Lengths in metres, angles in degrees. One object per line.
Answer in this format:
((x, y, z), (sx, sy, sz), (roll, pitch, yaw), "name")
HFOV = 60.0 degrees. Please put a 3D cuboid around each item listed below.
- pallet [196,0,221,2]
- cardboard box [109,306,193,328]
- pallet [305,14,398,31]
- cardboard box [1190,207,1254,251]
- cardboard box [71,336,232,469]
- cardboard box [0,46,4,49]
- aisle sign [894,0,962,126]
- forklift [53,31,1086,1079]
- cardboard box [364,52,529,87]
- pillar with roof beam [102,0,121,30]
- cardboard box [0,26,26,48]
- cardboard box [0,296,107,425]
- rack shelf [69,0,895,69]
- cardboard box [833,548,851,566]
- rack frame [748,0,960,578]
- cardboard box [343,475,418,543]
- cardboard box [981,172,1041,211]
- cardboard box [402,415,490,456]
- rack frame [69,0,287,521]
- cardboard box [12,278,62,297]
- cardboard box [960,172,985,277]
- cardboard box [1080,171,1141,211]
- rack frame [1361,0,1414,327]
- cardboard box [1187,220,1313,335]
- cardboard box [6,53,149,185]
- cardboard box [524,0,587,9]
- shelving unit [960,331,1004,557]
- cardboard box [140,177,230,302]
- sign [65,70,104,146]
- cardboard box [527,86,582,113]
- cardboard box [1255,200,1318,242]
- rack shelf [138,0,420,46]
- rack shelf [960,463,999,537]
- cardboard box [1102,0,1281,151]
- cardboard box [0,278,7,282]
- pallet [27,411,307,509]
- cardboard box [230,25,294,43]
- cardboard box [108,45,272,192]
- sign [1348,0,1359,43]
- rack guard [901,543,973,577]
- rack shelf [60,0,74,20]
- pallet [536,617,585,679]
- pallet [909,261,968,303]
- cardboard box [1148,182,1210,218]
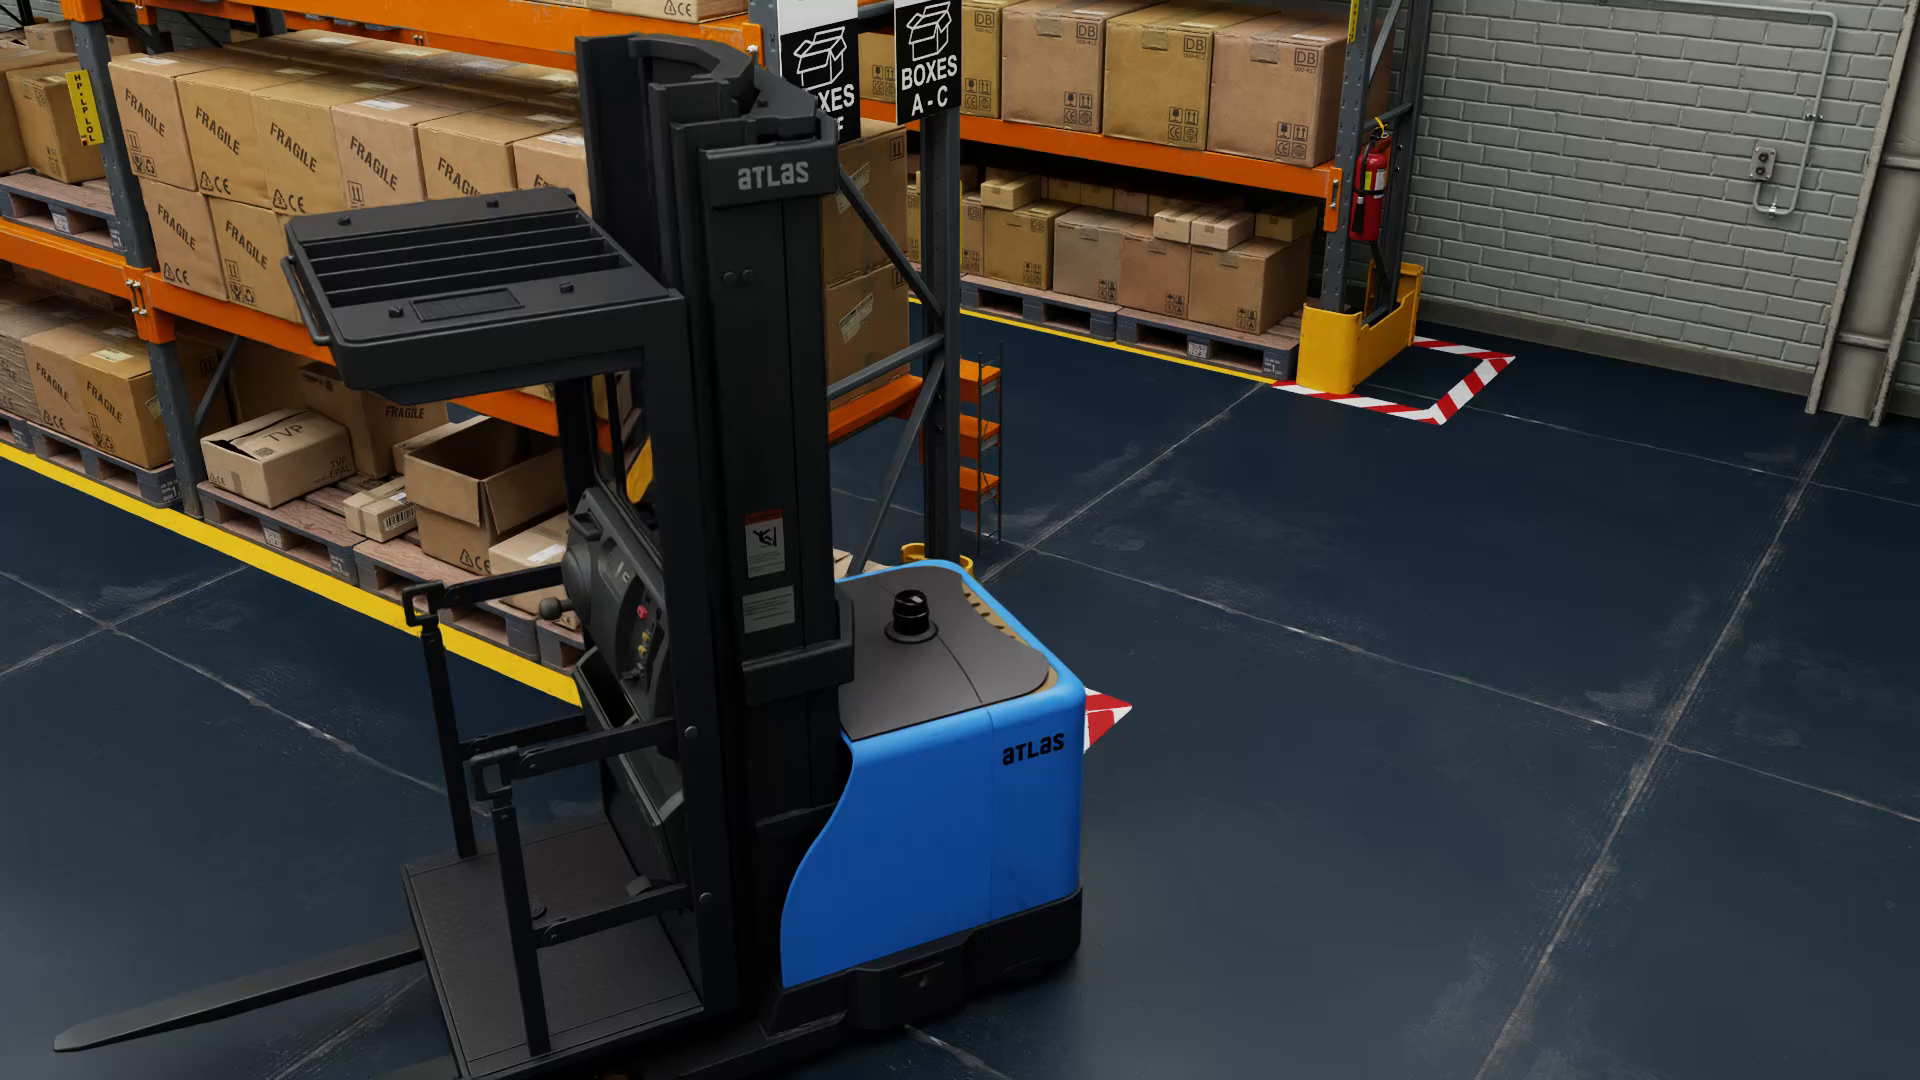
((-6.872, -5.207, 15.385), (1.213, 0.211, 1.003), (17, 32, 30), "pallet")
((-4.334, -1.066, 9.308), (0.500, 0.500, 0.500), (18, 32, 31), "cardboard box")
((-4.771, -4.573, 14.141), (1.003, 0.211, 1.213), (17, 32, 30), "pallet")
((1.629, -1.931, 10.314), (0.250, 0.149, 0.380), (17, 31, 30), "cardboard box")
((-4.196, -0.737, 8.662), (0.500, 0.500, 0.500), (17, 32, 30), "cardboard box")
((-5.696, -2.468, 9.220), (0.700, 0.500, 0.500), (-24, 36, -39), "cardboard box")
((-0.108, -1.859, 5.730), (0.004, 0.787, 0.394), (17, 32, 30), "aisle sign")
((-1.156, 0.189, 4.648), (3.031, 2.935, 1.130), (-13, 30, -23), "forklift")
((-2.225, -1.833, 7.331), (0.500, 0.500, 0.500), (18, 32, 31), "cardboard box")
((-12.088, -7.778, 13.611), (0.400, 9.000, 9.100), (17, 32, 30), "pillar with roof beam")
((-10.198, -5.356, 17.947), (0.500, 0.311, 0.500), (14, 30, 25), "cardboard box")
((-5.012, -0.996, 9.171), (0.500, 0.500, 0.500), (18, 32, 31), "cardboard box")
((-1.979, -2.138, 6.630), (4.000, 0.370, 1.077), (17, 32, 30), "rack shelf")
((-0.687, 0.158, 7.271), (0.250, 0.166, 0.380), (17, 32, 30), "cardboard box")
((-0.330, -0.608, 6.138), (0.127, 3.000, 1.000), (17, 32, 30), "rack frame")
((-2.685, -0.162, 7.899), (0.250, 0.166, 0.380), (17, 32, 30), "cardboard box")
((0.342, -2.330, 11.099), (0.250, 0.149, 0.380), (16, 31, 29), "cardboard box")
((-2.379, -0.400, 8.209), (0.500, 0.311, 0.500), (17, 32, 30), "cardboard box")
((-3.627, -1.635, 8.156), (0.127, 3.000, 1.000), (17, 32, 30), "rack frame")
((-5.158, -1.327, 9.821), (0.500, 0.500, 0.500), (16, 31, 28), "cardboard box")
((0.145, -2.201, 11.560), (0.500, 0.500, 0.700), (17, 32, 30), "cardboard box")
((1.008, -2.333, 11.106), (0.250, 0.149, 0.380), (18, 32, 31), "cardboard box")
((2.469, -2.460, 9.777), (0.053, 2.616, 0.949), (17, 32, 30), "rack frame")
((1.838, -1.677, 10.530), (0.500, 0.500, 0.700), (17, 32, 30), "cardboard box")
((-4.494, -2.225, 8.742), (0.500, 0.500, 0.700), (23, 35, 38), "cardboard box")
((-1.309, -2.044, 5.818), (0.500, 0.250, 0.500), (17, 32, 30), "cardboard box")
((0.044, -0.454, 7.985), (0.252, 1.050, 0.215), (17, 32, 30), "shelving unit")
((-3.361, -1.447, 7.676), (0.500, 0.500, 0.500), (18, 32, 32), "cardboard box")
((-3.939, -1.943, 7.484), (0.005, 0.325, 0.100), (17, 32, 30), "sign")
((-1.391, -1.573, 6.820), (0.500, 0.500, 0.500), (18, 32, 31), "cardboard box")
((2.054, -2.008, 10.467), (0.250, 0.149, 0.380), (18, 32, 31), "cardboard box")
((-5.772, -4.708, 14.988), (4.000, 0.370, 1.077), (17, 32, 30), "rack shelf")
((0.044, -0.197, 8.116), (0.240, 0.259, 0.215), (17, 32, 30), "rack shelf")
((1.439, -2.905, 10.320), (0.700, 0.700, 0.980), (17, 32, 30), "cardboard box")
((-5.866, -1.258, 9.685), (0.500, 0.500, 0.500), (17, 31, 30), "cardboard box")
((-4.319, -0.587, 9.172), (1.213, 0.211, 1.003), (17, 32, 30), "pallet")
((-6.439, -4.664, 15.552), (0.500, 0.250, 0.500), (17, 31, 29), "cardboard box")
((-3.398, -1.899, 7.462), (0.500, 0.500, 0.500), (18, 32, 32), "cardboard box")
((2.153, -2.884, 9.071), (0.005, 0.325, 0.100), (17, 32, 30), "sign")
((-0.393, 0.486, 6.743), (0.348, 0.500, 1.175), (17, 32, 30), "rack guard")
((-5.276, -3.165, 8.648), (4.000, 0.370, 1.077), (17, 32, 30), "rack shelf")
((-1.051, 0.411, 7.210), (1.213, 0.211, 1.003), (17, 32, 30), "pallet")
((-0.243, -2.021, 11.989), (1.213, 0.211, 1.003), (17, 32, 30), "pallet")
((1.430, -2.203, 10.849), (0.250, 0.149, 0.380), (18, 32, 31), "cardboard box")
